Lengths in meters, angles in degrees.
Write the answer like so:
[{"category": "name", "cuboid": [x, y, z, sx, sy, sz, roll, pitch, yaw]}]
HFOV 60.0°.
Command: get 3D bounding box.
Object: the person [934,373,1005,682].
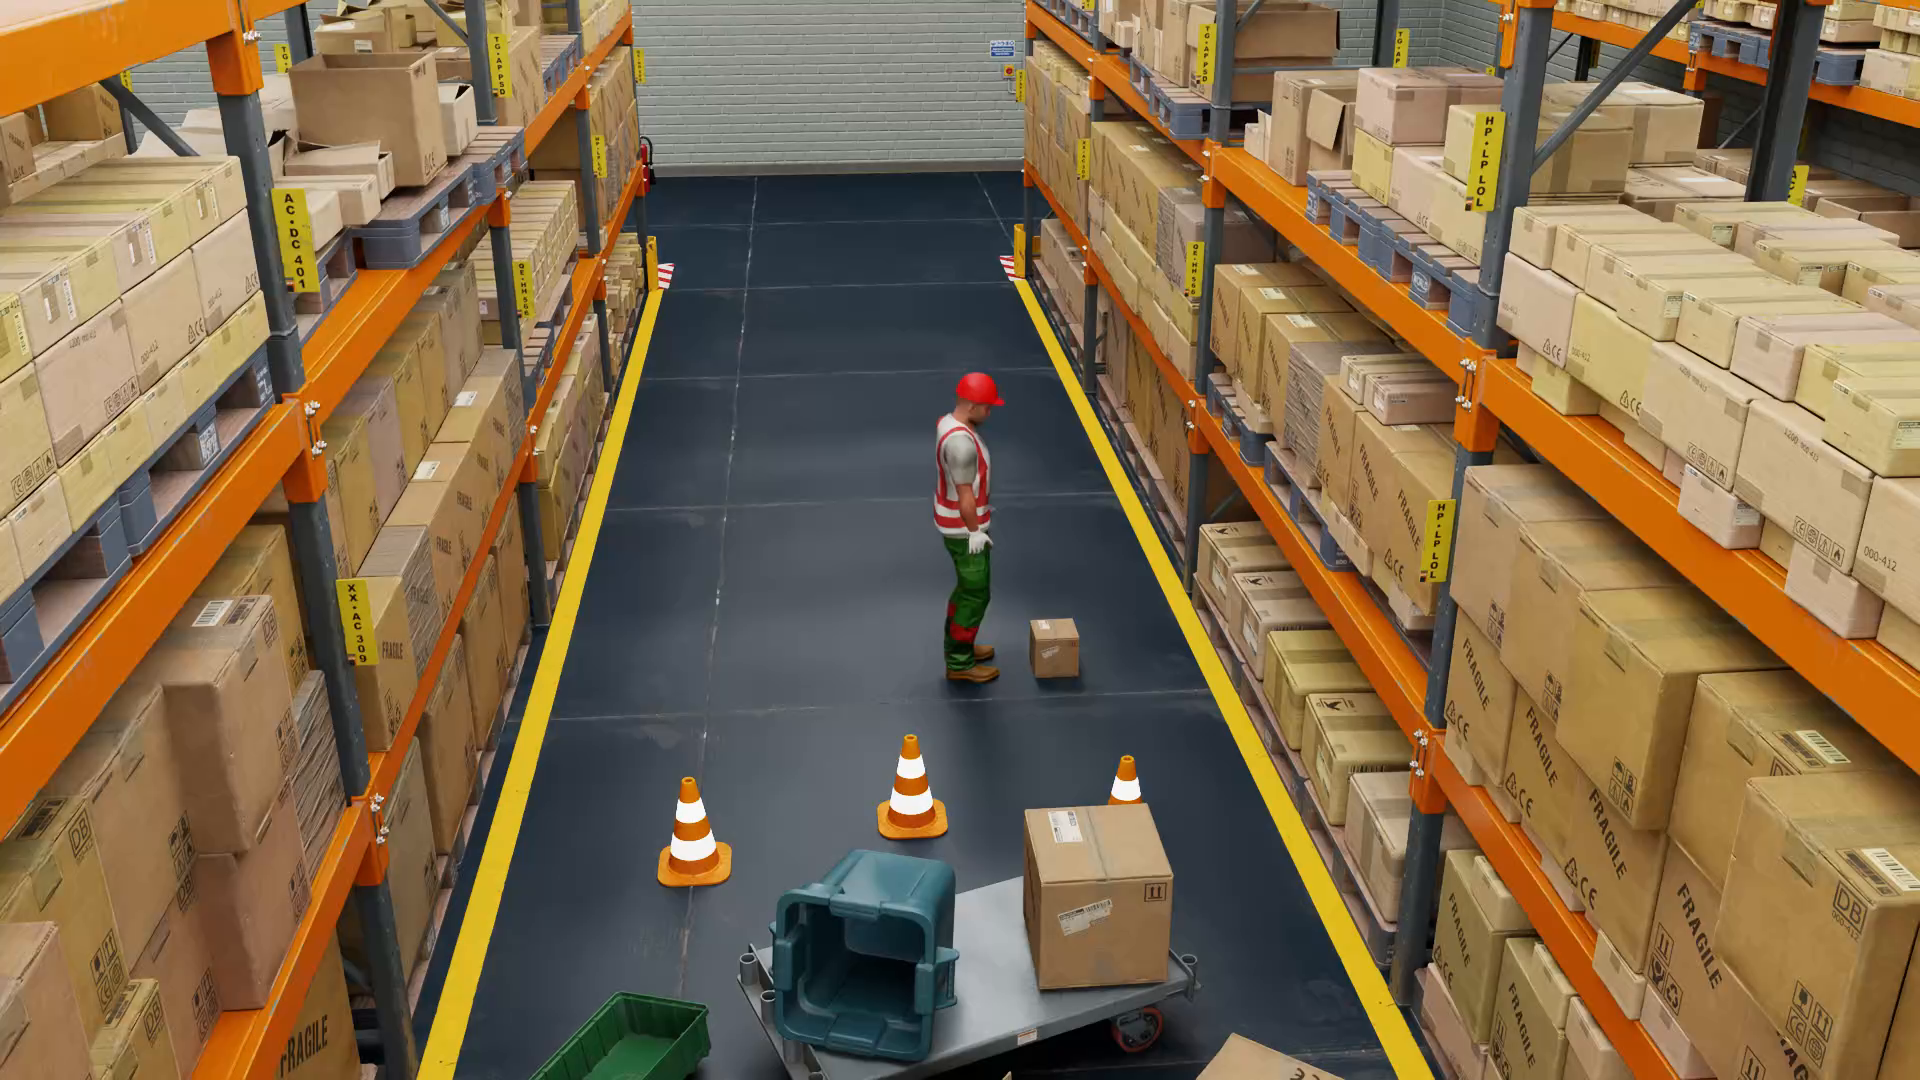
[{"category": "person", "cuboid": [0.050, -0.085, 9.294, 0.388, 1.768, 0.533, -2, 24, -4]}]
